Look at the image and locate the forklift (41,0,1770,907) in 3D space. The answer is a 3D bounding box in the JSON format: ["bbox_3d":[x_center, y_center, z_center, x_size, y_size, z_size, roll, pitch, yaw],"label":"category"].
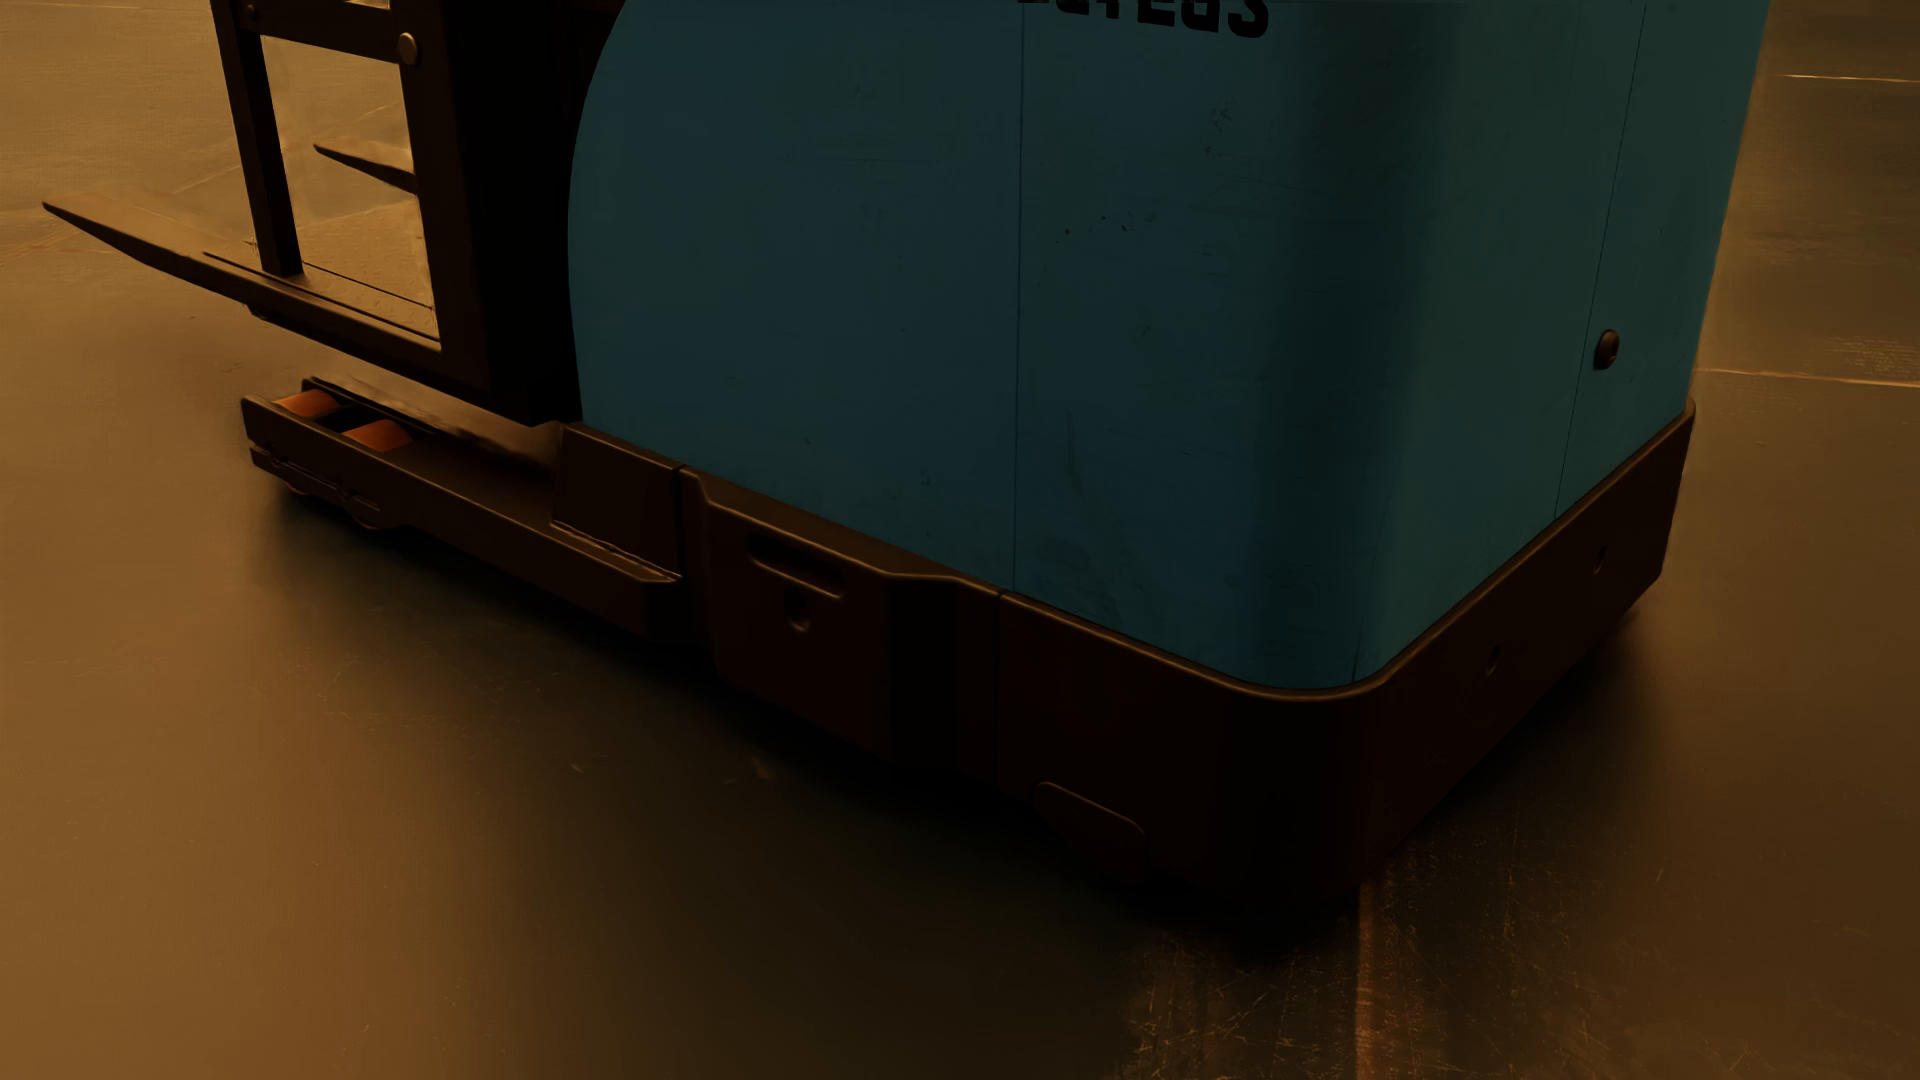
[{"bbox_3d":[-0.495,-1.483,2.186,3.031,2.935,1.130,21,33,35],"label":"forklift"}]
